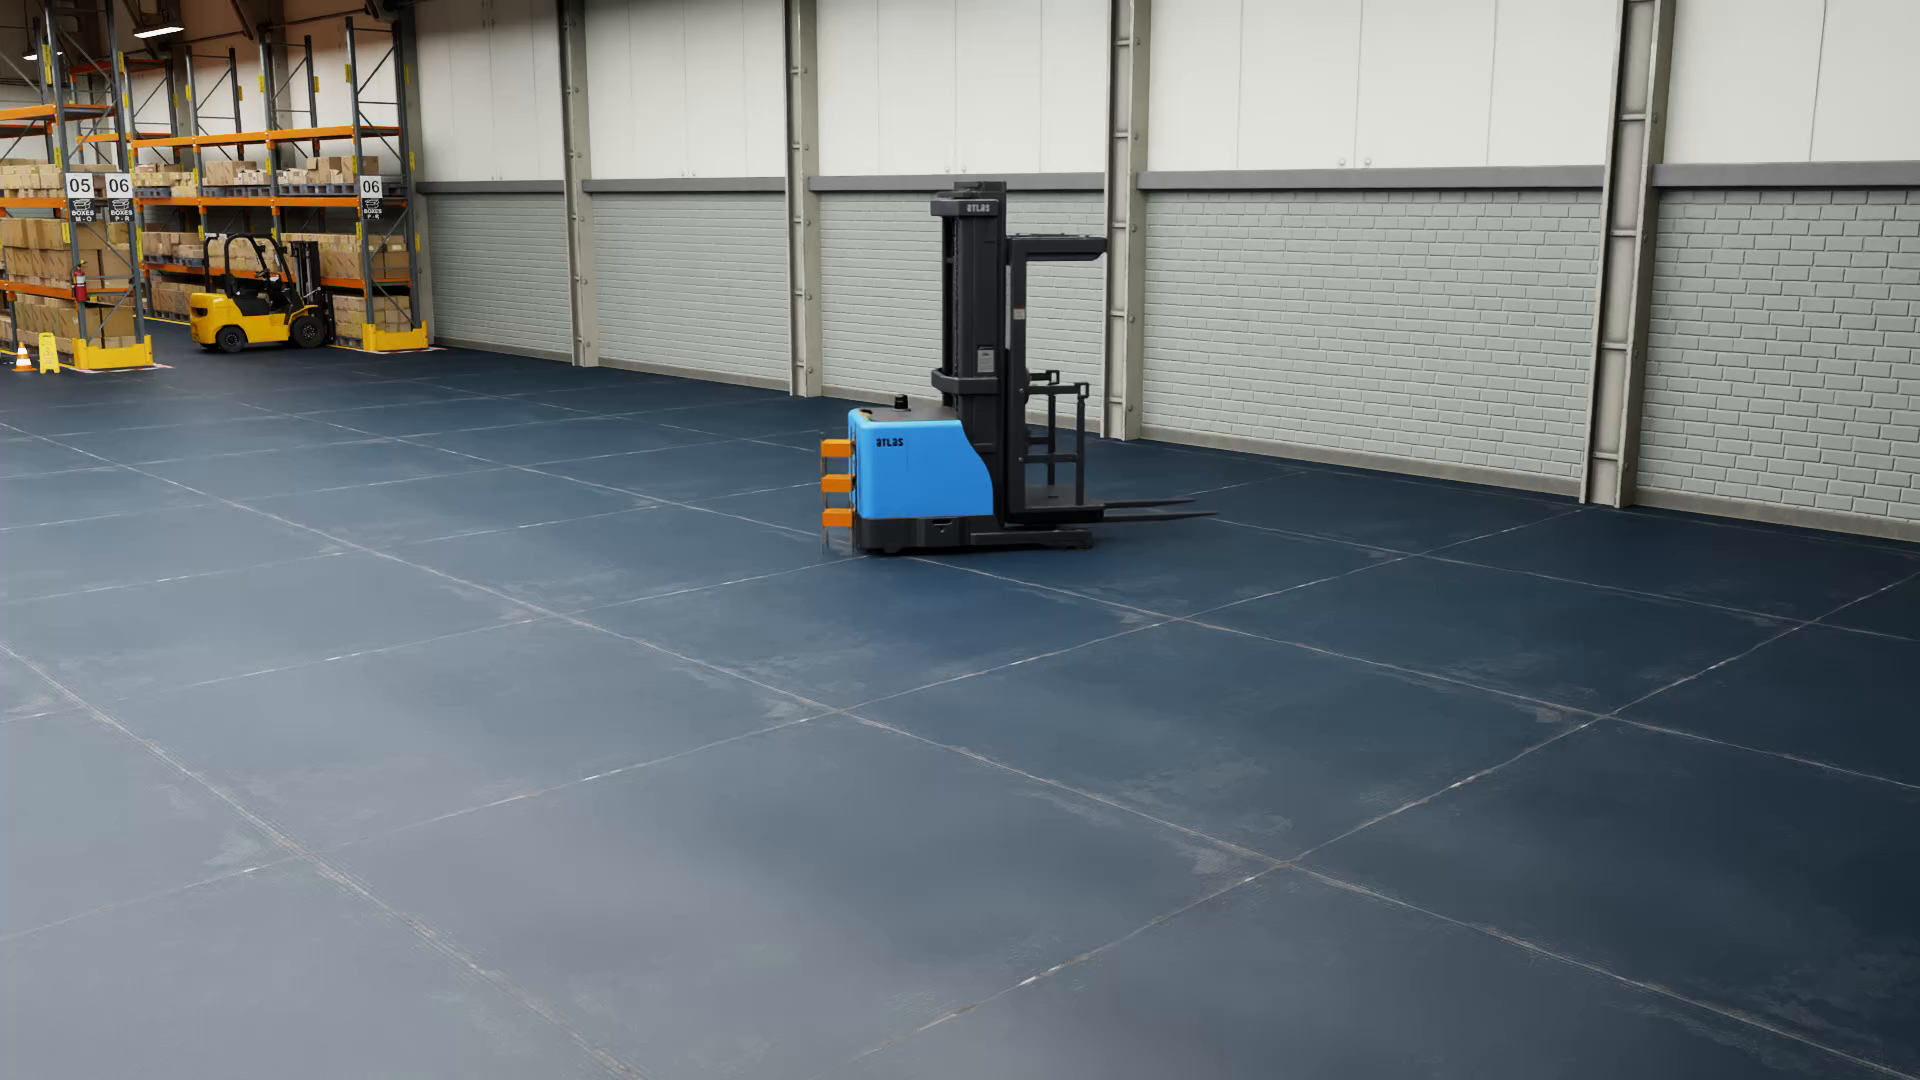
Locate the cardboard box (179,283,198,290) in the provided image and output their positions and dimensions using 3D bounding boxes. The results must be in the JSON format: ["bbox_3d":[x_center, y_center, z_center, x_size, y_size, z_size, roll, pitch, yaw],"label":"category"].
[{"bbox_3d":[-17.760,-5.833,38.338,0.380,0.149,0.250,-11,16,-42],"label":"cardboard box"}]

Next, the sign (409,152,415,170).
[{"bbox_3d":[-10.277,-7.102,31.154,0.100,0.325,0.005,-11,16,-43],"label":"sign"}]

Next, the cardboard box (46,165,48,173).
[{"bbox_3d":[-15.195,-6.264,28.095,0.380,0.149,0.250,-11,16,-42],"label":"cardboard box"}]

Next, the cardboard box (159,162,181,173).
[{"bbox_3d":[-18.502,-8.721,38.945,0.396,0.266,0.258,-11,16,-43],"label":"cardboard box"}]

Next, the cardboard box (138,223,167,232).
[{"bbox_3d":[-19.806,-7.535,40.826,0.500,0.500,0.500,11,16,44],"label":"cardboard box"}]

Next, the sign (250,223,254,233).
[{"bbox_3d":[-15.808,-6.902,37.110,0.100,0.325,0.005,-11,16,-43],"label":"sign"}]

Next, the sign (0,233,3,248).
[{"bbox_3d":[-17.432,-5.470,30.160,0.100,0.325,0.005,-11,16,-43],"label":"sign"}]

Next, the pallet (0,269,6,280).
[{"bbox_3d":[-17.455,-5.019,31.314,1.003,0.211,1.213,-11,16,-43],"label":"pallet"}]

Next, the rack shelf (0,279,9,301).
[{"bbox_3d":[-18.414,-4.921,32.144,1.077,0.370,4.000,-11,16,-43],"label":"rack shelf"}]

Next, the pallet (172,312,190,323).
[{"bbox_3d":[-17.534,-5.184,38.548,1.003,0.211,1.213,-11,16,-43],"label":"pallet"}]

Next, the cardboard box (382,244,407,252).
[{"bbox_3d":[-10.729,-5.542,31.522,0.250,0.149,0.380,11,16,44],"label":"cardboard box"}]

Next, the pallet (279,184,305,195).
[{"bbox_3d":[-12.837,-6.978,33.135,1.003,0.211,1.213,-11,16,-43],"label":"pallet"}]

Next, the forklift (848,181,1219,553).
[{"bbox_3d":[0.620,-1.453,13.699,3.031,2.935,1.130,-2,12,-10],"label":"forklift"}]

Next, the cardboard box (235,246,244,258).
[{"bbox_3d":[-15.013,-6.107,35.250,0.500,0.250,0.500,-11,16,-42],"label":"cardboard box"}]

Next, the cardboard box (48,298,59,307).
[{"bbox_3d":[-15.486,-4.103,28.702,0.380,0.149,0.250,-11,16,-42],"label":"cardboard box"}]

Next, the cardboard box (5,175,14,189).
[{"bbox_3d":[-16.564,-6.346,29.482,0.500,0.250,0.500,-11,16,-43],"label":"cardboard box"}]

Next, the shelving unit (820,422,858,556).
[{"bbox_3d":[-0.967,-0.408,13.287,0.252,1.050,0.215,1,12,7],"label":"shelving unit"}]

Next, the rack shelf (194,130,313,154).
[{"bbox_3d":[-14.826,-8.355,34.939,1.077,0.370,4.000,-11,16,-43],"label":"rack shelf"}]

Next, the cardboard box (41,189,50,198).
[{"bbox_3d":[-15.407,-5.908,28.342,0.380,0.149,0.250,-11,16,-43],"label":"cardboard box"}]

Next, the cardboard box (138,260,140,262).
[{"bbox_3d":[-19.568,-6.764,39.932,0.380,0.149,0.250,-10,16,-41],"label":"cardboard box"}]

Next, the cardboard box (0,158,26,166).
[{"bbox_3d":[-17.525,-6.894,30.599,0.500,0.250,0.500,-10,16,-41],"label":"cardboard box"}]

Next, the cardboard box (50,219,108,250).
[{"bbox_3d":[-14.781,-5.126,27.895,0.500,0.500,0.700,11,16,44],"label":"cardboard box"}]

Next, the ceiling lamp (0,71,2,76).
[{"bbox_3d":[-25.267,-13.289,41.645,2.000,3.185,0.800,-11,16,-43],"label":"ceiling lamp"}]

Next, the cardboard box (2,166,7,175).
[{"bbox_3d":[-16.851,-6.592,29.689,0.380,0.149,0.250,-10,15,-41],"label":"cardboard box"}]

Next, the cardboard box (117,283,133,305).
[{"bbox_3d":[-20.523,-6.082,41.154,0.500,0.500,0.500,-11,16,-42],"label":"cardboard box"}]

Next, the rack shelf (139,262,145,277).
[{"bbox_3d":[-20.351,-6.780,41.171,1.077,0.370,4.000,-11,16,-43],"label":"rack shelf"}]

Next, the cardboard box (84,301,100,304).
[{"bbox_3d":[-15.724,-4.010,29.857,0.500,0.500,0.500,-10,15,-40],"label":"cardboard box"}]

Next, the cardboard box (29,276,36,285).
[{"bbox_3d":[-16.170,-4.579,29.328,0.380,0.149,0.250,-11,16,-42],"label":"cardboard box"}]

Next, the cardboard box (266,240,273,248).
[{"bbox_3d":[-14.033,-6.094,34.202,0.380,0.149,0.250,-11,16,-43],"label":"cardboard box"}]

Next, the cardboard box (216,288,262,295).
[{"bbox_3d":[-15.787,-5.207,36.595,0.875,0.625,0.625,-10,15,-41],"label":"cardboard box"}]

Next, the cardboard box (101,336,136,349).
[{"bbox_3d":[-14.627,-3.413,28.815,0.500,0.250,0.500,-11,16,-43],"label":"cardboard box"}]

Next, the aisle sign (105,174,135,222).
[{"bbox_3d":[-14.003,-5.705,27.725,0.394,0.787,0.004,-11,16,-43],"label":"aisle sign"}]

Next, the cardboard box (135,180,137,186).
[{"bbox_3d":[-19.051,-8.343,38.872,0.380,0.149,0.250,-11,16,-42],"label":"cardboard box"}]

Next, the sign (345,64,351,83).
[{"bbox_3d":[-11.085,-8.451,30.117,0.100,0.325,0.005,-11,16,-43],"label":"sign"}]

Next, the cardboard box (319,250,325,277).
[{"bbox_3d":[-12.273,-5.397,32.428,0.500,0.500,0.500,-11,16,-42],"label":"cardboard box"}]

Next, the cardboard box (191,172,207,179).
[{"bbox_3d":[-16.659,-8.003,36.534,0.380,0.149,0.250,-10,15,-41],"label":"cardboard box"}]

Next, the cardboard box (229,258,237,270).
[{"bbox_3d":[-15.373,-5.937,35.664,0.500,0.250,0.500,11,16,43],"label":"cardboard box"}]

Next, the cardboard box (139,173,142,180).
[{"bbox_3d":[-18.845,-8.454,38.673,0.380,0.149,0.250,-11,16,-42],"label":"cardboard box"}]

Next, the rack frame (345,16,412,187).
[{"bbox_3d":[-10.683,-8.028,30.576,1.000,3.000,0.127,-11,16,-43],"label":"rack frame"}]

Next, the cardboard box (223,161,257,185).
[{"bbox_3d":[-15.181,-7.742,35.084,0.500,0.500,0.500,-10,16,-41],"label":"cardboard box"}]

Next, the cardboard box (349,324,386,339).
[{"bbox_3d":[-11.236,-3.973,31.536,0.500,0.250,0.500,-11,16,-42],"label":"cardboard box"}]

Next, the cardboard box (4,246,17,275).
[{"bbox_3d":[-16.930,-5.073,30.115,0.500,0.500,0.500,-11,16,-43],"label":"cardboard box"}]

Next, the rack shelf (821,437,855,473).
[{"bbox_3d":[-0.967,-0.675,13.232,0.240,0.259,0.215,1,12,7],"label":"rack shelf"}]

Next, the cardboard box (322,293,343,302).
[{"bbox_3d":[-12.283,-4.683,32.504,0.500,0.250,0.500,-11,16,-44],"label":"cardboard box"}]

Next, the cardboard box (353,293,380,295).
[{"bbox_3d":[-11.563,-4.682,32.497,0.500,0.250,0.500,-11,16,-43],"label":"cardboard box"}]

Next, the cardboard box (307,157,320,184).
[{"bbox_3d":[-12.176,-7.149,32.198,0.797,0.503,0.637,-10,15,-41],"label":"cardboard box"}]

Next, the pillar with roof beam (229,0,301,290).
[{"bbox_3d":[-17.769,-8.531,33.018,9.100,9.000,0.548,-11,16,-43],"label":"pillar with roof beam"}]

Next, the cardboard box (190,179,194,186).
[{"bbox_3d":[-16.791,-7.907,36.806,0.250,0.149,0.380,11,16,44],"label":"cardboard box"}]

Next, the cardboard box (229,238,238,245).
[{"bbox_3d":[-15.434,-6.395,35.661,0.380,0.149,0.250,-11,16,-42],"label":"cardboard box"}]

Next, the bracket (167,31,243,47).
[{"bbox_3d":[-16.978,-11.281,37.445,0.076,0.066,4.783,-11,16,-43],"label":"bracket"}]
